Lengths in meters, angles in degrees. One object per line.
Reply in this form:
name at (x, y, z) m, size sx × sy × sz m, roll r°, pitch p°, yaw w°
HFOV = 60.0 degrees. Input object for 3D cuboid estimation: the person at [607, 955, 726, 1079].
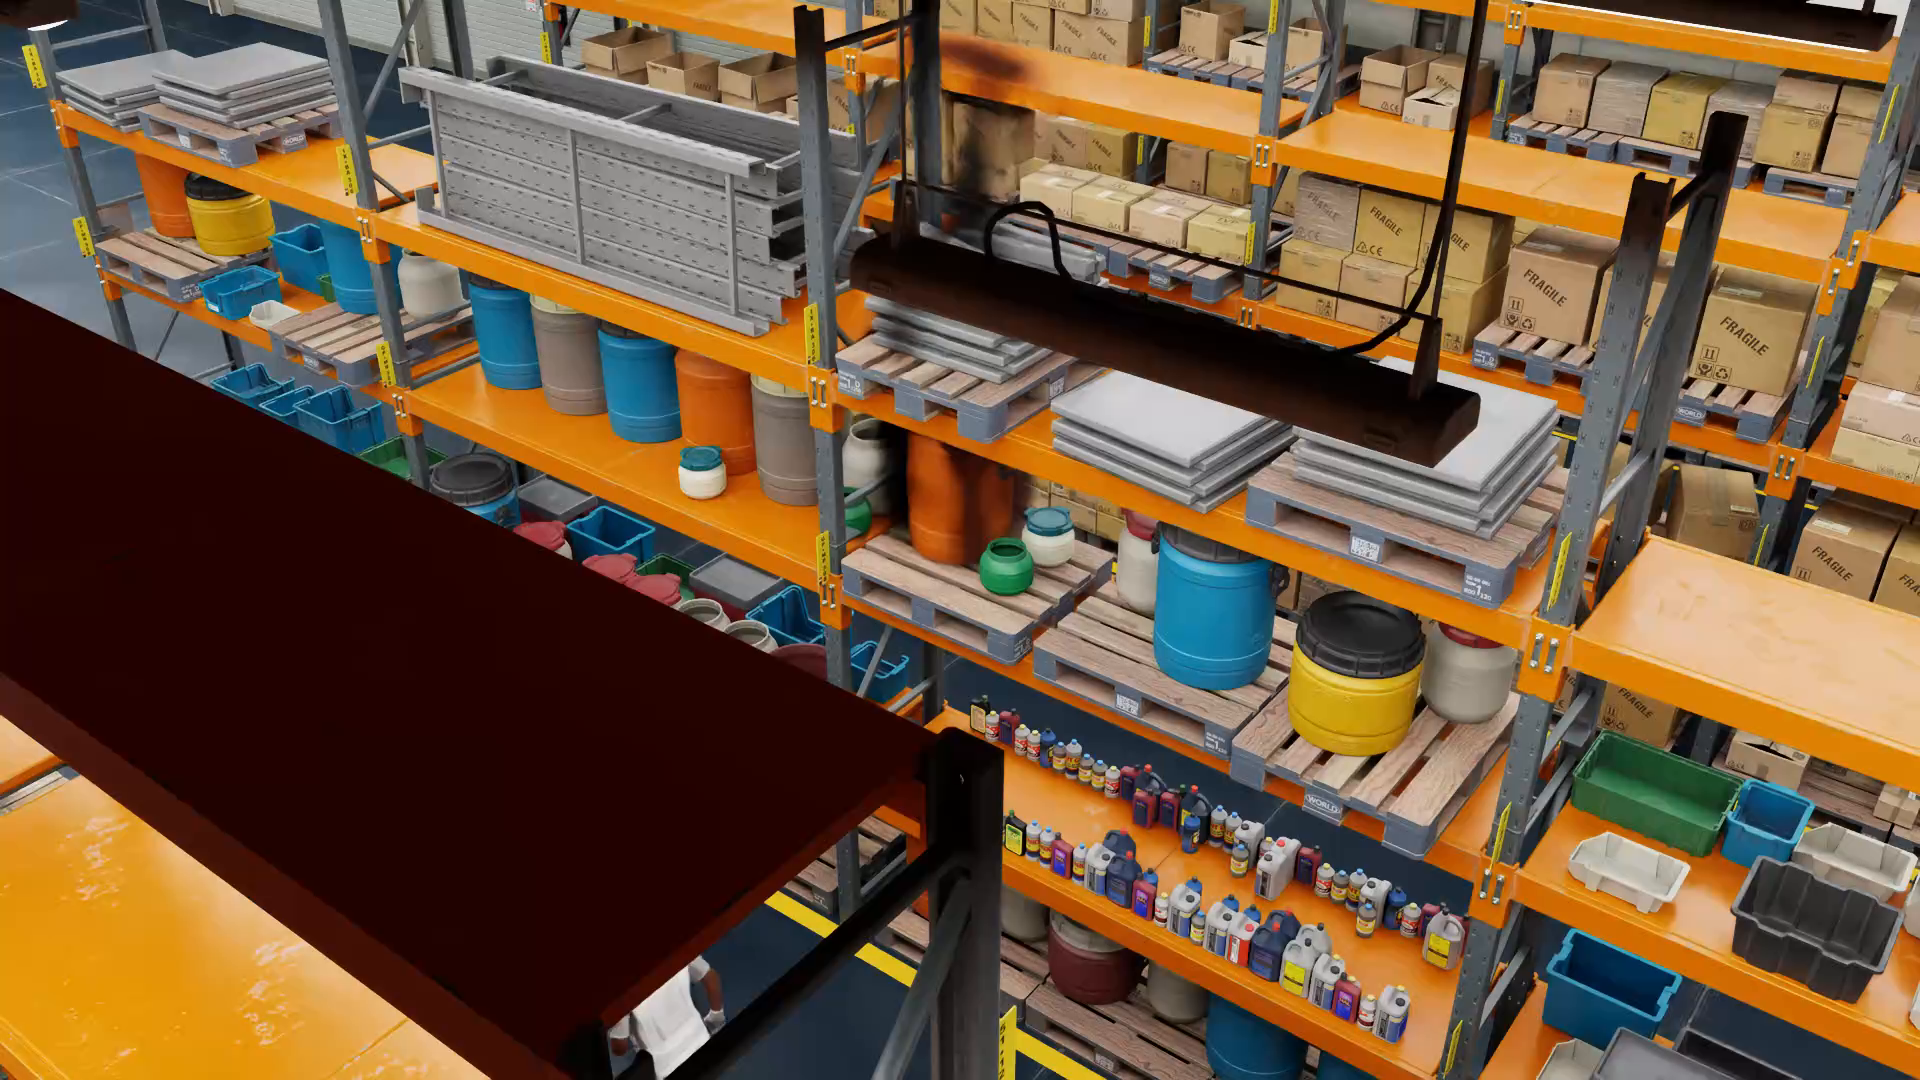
person at (-1.561, 2.814, 9.075) m, size 0.815 × 1.710 × 0.678 m, roll 19°, pitch 36°, yaw 28°

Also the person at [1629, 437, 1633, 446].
person at (5.618, -0.193, 14.001) m, size 0.724 × 1.654 × 0.625 m, roll 20°, pitch 36°, yaw 29°

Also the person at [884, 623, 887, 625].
person at (-0.283, 0.025, 13.611) m, size 0.794 × 1.722 × 0.683 m, roll 12°, pitch 33°, yaw 18°
